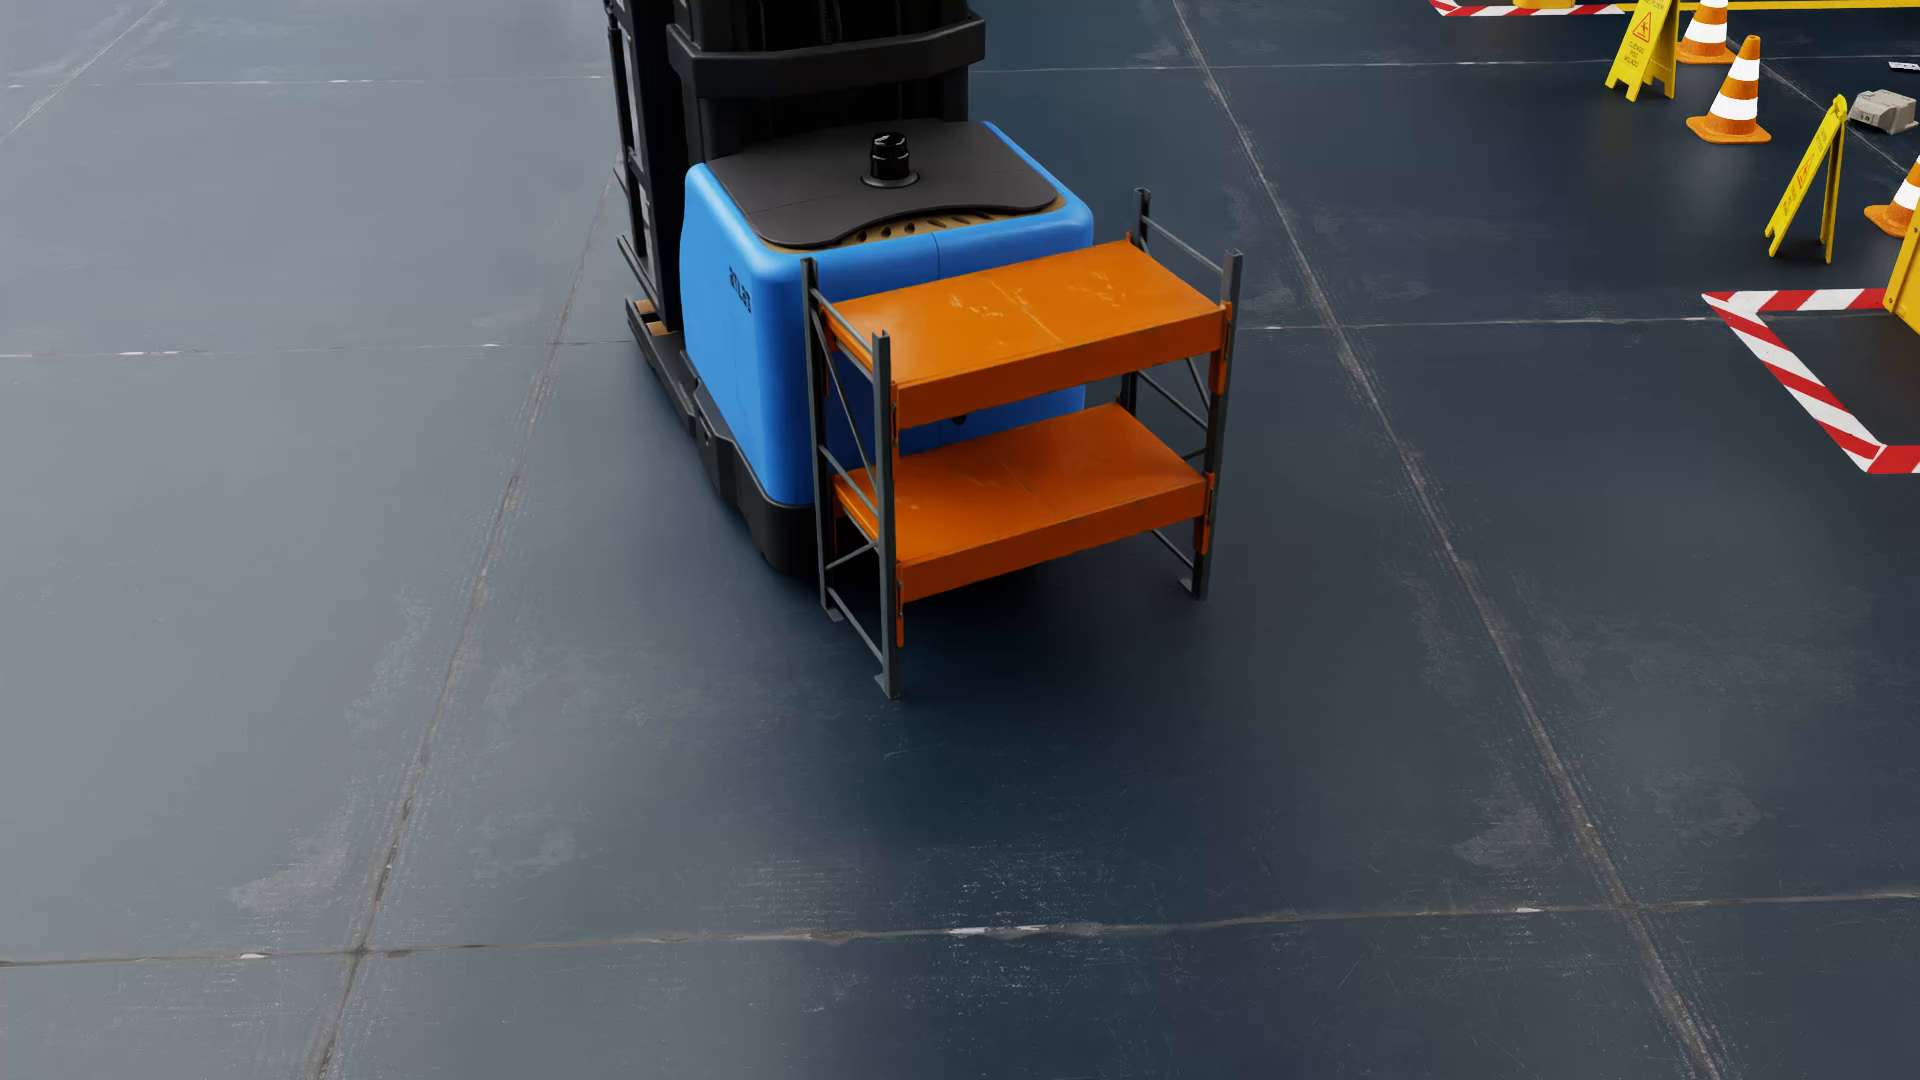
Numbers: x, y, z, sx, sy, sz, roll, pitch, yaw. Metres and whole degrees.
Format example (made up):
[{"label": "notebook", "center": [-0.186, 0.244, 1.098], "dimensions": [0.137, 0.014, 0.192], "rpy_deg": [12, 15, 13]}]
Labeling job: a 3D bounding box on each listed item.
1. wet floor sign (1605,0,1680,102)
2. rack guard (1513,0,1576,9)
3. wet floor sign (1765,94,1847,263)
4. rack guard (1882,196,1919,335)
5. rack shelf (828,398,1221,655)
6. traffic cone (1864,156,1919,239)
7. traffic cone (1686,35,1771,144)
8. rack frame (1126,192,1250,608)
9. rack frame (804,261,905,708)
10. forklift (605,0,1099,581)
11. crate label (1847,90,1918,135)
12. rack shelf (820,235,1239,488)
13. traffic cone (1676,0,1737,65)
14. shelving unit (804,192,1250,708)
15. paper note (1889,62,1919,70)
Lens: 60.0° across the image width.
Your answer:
[{"label": "wet floor sign", "center": [3.512, -2.585, 8.418], "dimensions": [0.232, 0.644, 0.267], "rpy_deg": [-7, 35, -10]}, {"label": "rack guard", "center": [3.423, -3.650, 10.085], "dimensions": [0.348, 0.500, 1.175], "rpy_deg": [-2, 35, -2]}, {"label": "wet floor sign", "center": [3.542, -1.503, 6.855], "dimensions": [0.232, 0.644, 0.267], "rpy_deg": [10, 36, 14]}, {"label": "rack guard", "center": [3.859, -0.842, 6.028], "dimensions": [0.348, 0.500, 1.175], "rpy_deg": [-2, 35, -2]}, {"label": "rack shelf", "center": [0.176, -0.060, 4.778], "dimensions": [1.000, 0.278, 0.538], "rpy_deg": [-16, 38, -22]}, {"label": "traffic cone", "center": [4.151, -1.570, 7.111], "dimensions": [0.334, 0.463, 0.336], "rpy_deg": [-2, 35, -2]}, {"label": "traffic cone", "center": [3.759, -2.191, 8.010], "dimensions": [0.334, 0.463, 0.336], "rpy_deg": [-2, 35, -2]}, {"label": "rack frame", "center": [0.630, -0.391, 4.827], "dimensions": [0.032, 1.125, 0.500], "rpy_deg": [-16, 38, -22]}, {"label": "rack frame", "center": [-0.279, -0.132, 4.452], "dimensions": [0.032, 1.125, 0.500], "rpy_deg": [-16, 38, -22]}, {"label": "forklift", "center": [-0.609, -1.917, 5.444], "dimensions": [1.130, 2.935, 3.031], "rpy_deg": [-13, 37, -18]}, {"label": "crate label", "center": [4.541, -2.114, 8.184], "dimensions": [0.298, 0.136, 0.250], "rpy_deg": [-20, 39, -26]}, {"label": "rack shelf", "center": [0.176, -0.502, 4.473], "dimensions": [1.000, 0.278, 0.538], "rpy_deg": [-16, 38, -22]}, {"label": "traffic cone", "center": [4.045, -2.843, 8.951], "dimensions": [0.334, 0.463, 0.336], "rpy_deg": [-2, 35, -2]}, {"label": "shelving unit", "center": [0.176, -0.261, 4.639], "dimensions": [1.048, 1.125, 0.538], "rpy_deg": [-16, 38, -22]}, {"label": "paper note", "center": [5.052, -2.533, 8.885], "dimensions": [0.142, 0.017, 0.144], "rpy_deg": [10, 36, 14]}]
